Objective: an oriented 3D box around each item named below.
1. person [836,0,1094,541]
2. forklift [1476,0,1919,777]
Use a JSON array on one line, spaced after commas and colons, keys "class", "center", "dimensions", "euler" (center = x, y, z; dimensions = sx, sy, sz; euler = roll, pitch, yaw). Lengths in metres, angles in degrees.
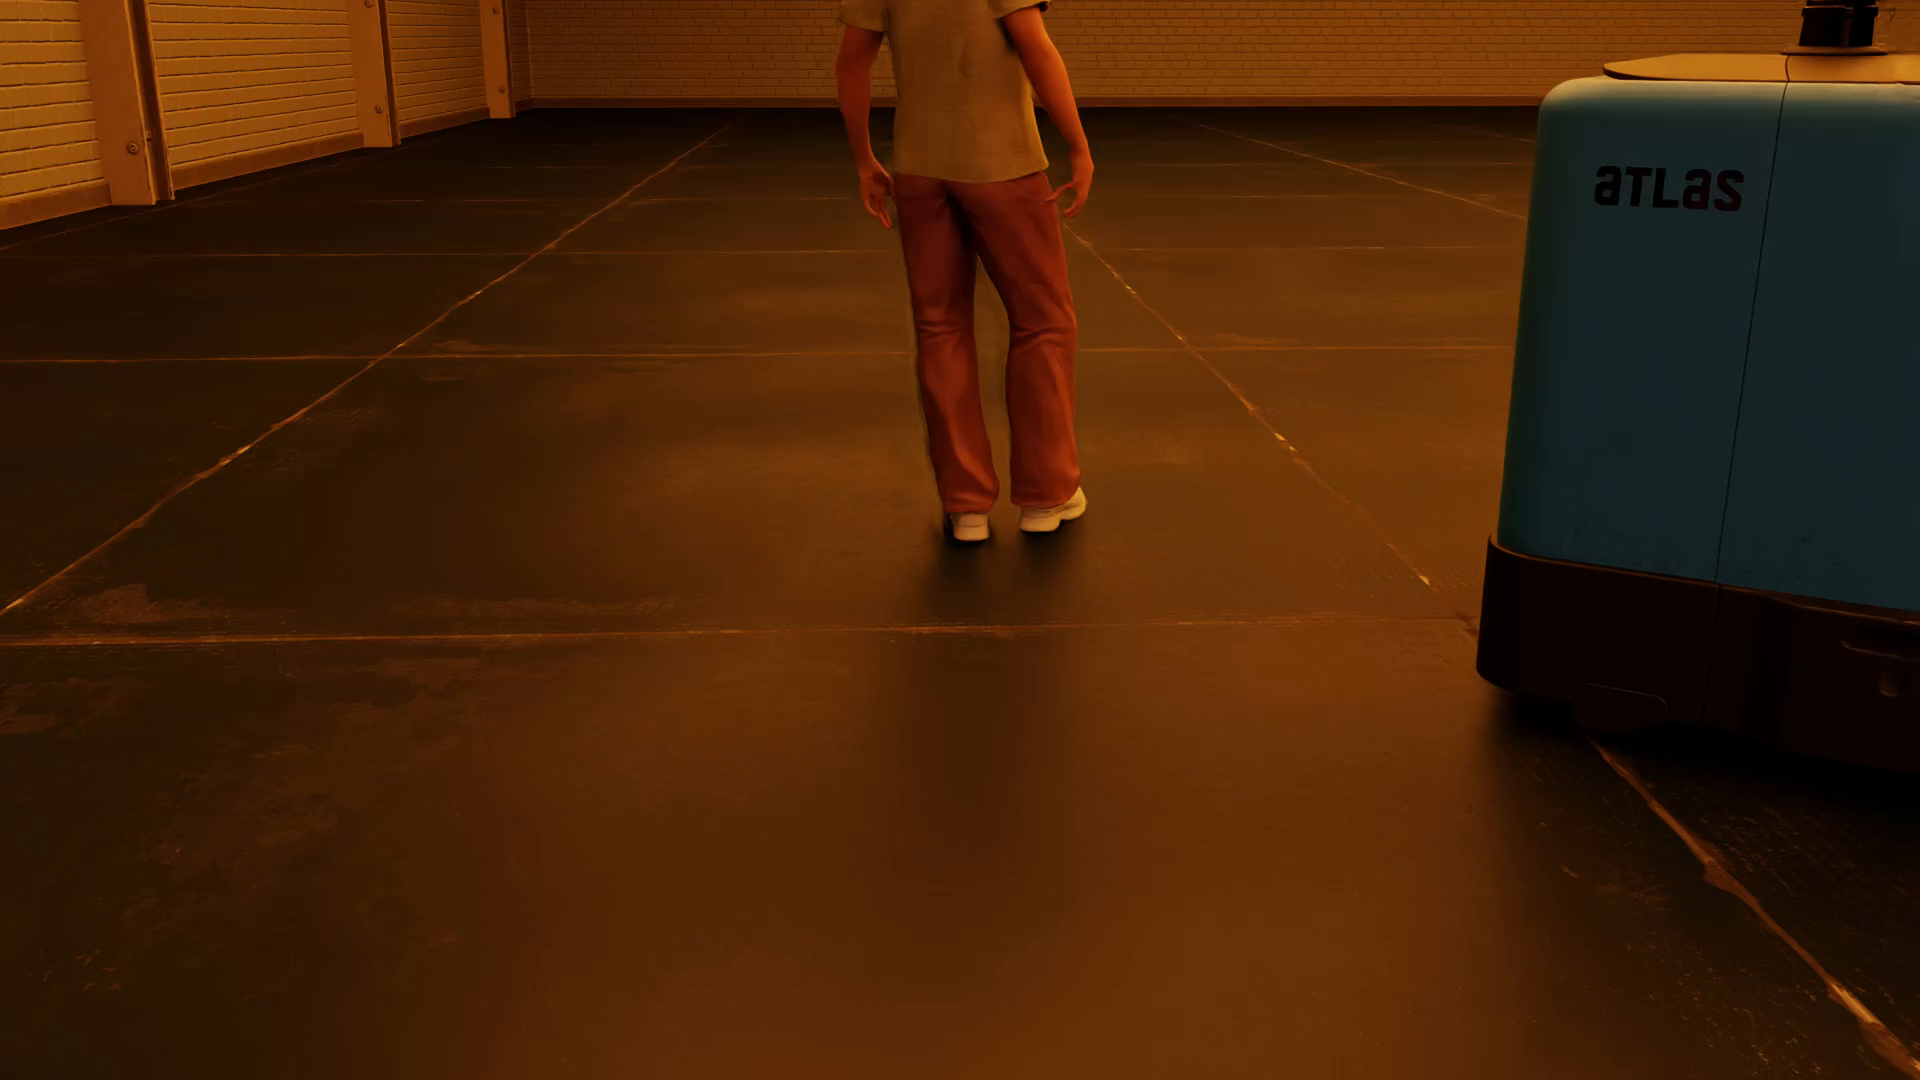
[{"class": "person", "center": [0.063, -0.826, 3.780], "dimensions": [0.565, 1.663, 0.569], "euler": [9, 19, 27]}, {"class": "forklift", "center": [2.440, -0.997, 2.167], "dimensions": [3.031, 2.935, 1.130], "euler": [10, 19, 29]}]
